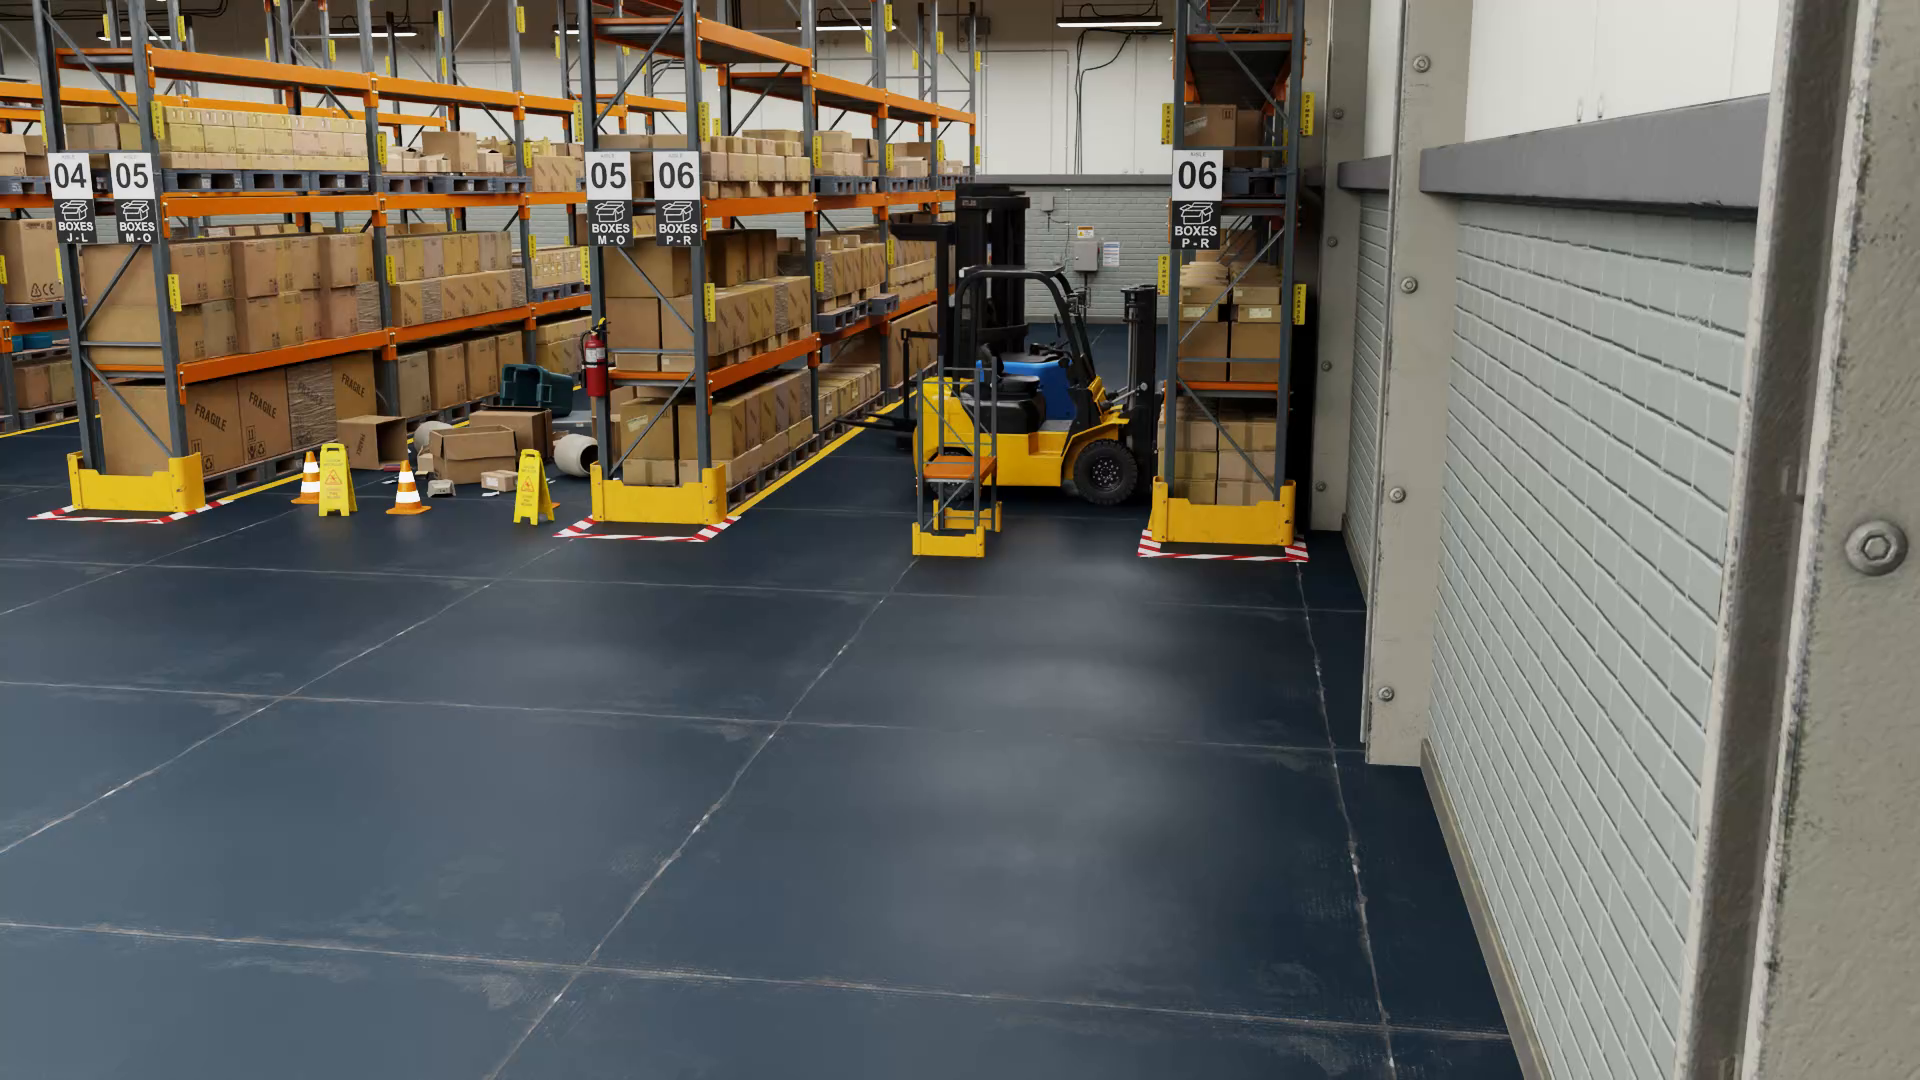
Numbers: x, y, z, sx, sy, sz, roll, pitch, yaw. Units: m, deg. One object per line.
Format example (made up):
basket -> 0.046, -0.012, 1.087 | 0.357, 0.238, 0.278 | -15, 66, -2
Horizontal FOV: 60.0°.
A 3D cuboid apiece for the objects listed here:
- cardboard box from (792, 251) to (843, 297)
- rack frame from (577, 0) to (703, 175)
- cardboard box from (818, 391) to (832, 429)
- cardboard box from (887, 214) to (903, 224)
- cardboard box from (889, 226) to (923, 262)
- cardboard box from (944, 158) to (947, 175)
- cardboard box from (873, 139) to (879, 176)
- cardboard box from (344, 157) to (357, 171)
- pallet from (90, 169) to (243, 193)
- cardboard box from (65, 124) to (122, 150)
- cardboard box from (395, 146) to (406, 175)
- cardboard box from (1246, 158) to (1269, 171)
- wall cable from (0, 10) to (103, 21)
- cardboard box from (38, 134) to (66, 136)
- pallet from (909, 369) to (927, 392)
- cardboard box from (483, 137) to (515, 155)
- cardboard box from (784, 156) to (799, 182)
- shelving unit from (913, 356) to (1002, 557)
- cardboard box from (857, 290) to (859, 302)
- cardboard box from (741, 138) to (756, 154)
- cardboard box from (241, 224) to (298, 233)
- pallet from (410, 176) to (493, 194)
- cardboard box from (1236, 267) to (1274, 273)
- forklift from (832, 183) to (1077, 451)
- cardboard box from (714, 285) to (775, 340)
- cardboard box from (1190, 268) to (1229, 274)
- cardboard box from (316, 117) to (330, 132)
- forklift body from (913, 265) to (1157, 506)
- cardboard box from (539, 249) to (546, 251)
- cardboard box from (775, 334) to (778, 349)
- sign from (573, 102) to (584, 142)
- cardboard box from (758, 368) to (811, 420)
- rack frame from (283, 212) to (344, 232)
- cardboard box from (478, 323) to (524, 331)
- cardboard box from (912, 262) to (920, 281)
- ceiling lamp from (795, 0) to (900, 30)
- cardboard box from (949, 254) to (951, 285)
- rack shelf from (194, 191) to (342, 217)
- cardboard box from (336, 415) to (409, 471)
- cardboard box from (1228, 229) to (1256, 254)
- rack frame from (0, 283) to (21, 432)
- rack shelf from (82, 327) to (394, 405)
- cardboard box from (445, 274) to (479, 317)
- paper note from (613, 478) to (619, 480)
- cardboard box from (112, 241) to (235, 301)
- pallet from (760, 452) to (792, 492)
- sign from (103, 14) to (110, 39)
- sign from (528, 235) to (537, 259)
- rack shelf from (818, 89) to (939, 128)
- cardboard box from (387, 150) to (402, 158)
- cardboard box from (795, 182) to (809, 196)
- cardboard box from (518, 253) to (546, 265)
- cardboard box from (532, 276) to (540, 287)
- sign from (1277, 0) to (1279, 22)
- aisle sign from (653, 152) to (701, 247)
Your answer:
cardboard box -> -1.645, -3.062, 19.142 | 0.500, 0.500, 0.500 | 2, 12, 9
rack frame -> -2.692, -4.570, 13.839 | 1.000, 3.000, 0.127 | 2, 12, 9
cardboard box -> -1.999, -1.500, 19.074 | 0.950, 0.372, 0.625 | 2, 12, 9
cardboard box -> -1.114, -5.065, 26.223 | 0.380, 0.149, 0.250 | 2, 12, 7
cardboard box -> -0.837, -4.359, 24.489 | 0.500, 0.500, 0.500 | 2, 12, 10
cardboard box -> -0.511, -6.335, 28.126 | 0.500, 0.311, 0.500 | 2, 12, 10
cardboard box -> -1.497, -5.235, 22.812 | 0.700, 0.500, 0.500 | 1, 12, 6
cardboard box -> -6.762, -4.068, 17.994 | 0.380, 0.149, 0.250 | 2, 12, 10
pallet -> -7.495, -3.354, 15.529 | 1.003, 0.211, 1.213 | 2, 12, 9
cardboard box -> -7.800, -3.680, 15.246 | 0.500, 0.250, 0.500 | 2, 12, 9
cardboard box -> -10.288, -6.726, 29.492 | 0.700, 0.500, 0.500 | 1, 12, 5
cardboard box -> 3.153, -4.078, 18.038 | 0.380, 0.149, 0.250 | 2, 12, 9
wall cable -> -20.811, -10.732, 37.816 | 3.097, 2.526, 0.112 | 2, 12, 9
cardboard box -> -11.732, -5.083, 21.917 | 0.500, 0.500, 0.500 | 2, 12, 7
pallet -> -1.076, -2.354, 24.417 | 1.003, 0.211, 1.213 | 2, 12, 9
cardboard box -> -6.499, -5.531, 23.365 | 0.396, 0.266, 0.258 | 2, 12, 9
cardboard box -> -1.956, -3.803, 17.048 | 0.500, 0.250, 0.500 | 2, 12, 8
shelving unit -> -0.012, -0.717, 13.762 | 0.587, 1.500, 1.083 | 2, 12, 9
cardboard box -> -1.440, -2.984, 20.320 | 0.380, 0.149, 0.250 | 1, 12, 7
cardboard box -> -2.137, -3.697, 15.613 | 0.380, 0.149, 0.250 | 2, 12, 10
cardboard box -> -10.846, -4.720, 26.156 | 0.797, 0.503, 0.637 | 2, 12, 9
pallet -> -6.584, -4.447, 20.838 | 1.003, 0.211, 1.213 | 2, 12, 11
cardboard box -> 2.998, -2.694, 16.892 | 0.380, 0.149, 0.250 | 2, 12, 7
forklift -> -0.096, -2.492, 18.600 | 3.031, 2.935, 1.130 | 9, 15, 35
cardboard box -> -2.122, -2.241, 16.330 | 0.500, 0.500, 0.500 | 2, 12, 7
cardboard box -> 2.505, -2.654, 16.705 | 0.380, 0.149, 0.250 | 2, 12, 8
cardboard box -> -6.842, -4.354, 17.424 | 0.380, 0.149, 0.250 | 2, 12, 10
forklift body -> 0.702, -1.516, 15.924 | 2.313, 2.155, 1.214 | 2, 12, 9
cardboard box -> -6.466, -4.312, 25.068 | 0.380, 0.149, 0.250 | 2, 12, 11
cardboard box -> -2.047, -2.007, 16.780 | 0.380, 0.149, 0.250 | 2, 12, 8
sign -> -3.238, -3.559, 14.164 | 0.100, 0.325, 0.005 | 2, 12, 9
cardboard box -> -1.903, -1.566, 17.889 | 0.500, 0.500, 0.500 | 2, 12, 8
rack frame -> -10.639, -4.456, 27.552 | 1.000, 3.000, 0.127 | 2, 12, 9
cardboard box -> -6.522, -2.943, 23.685 | 0.500, 0.250, 0.500 | 2, 12, 7
cardboard box -> -0.880, -3.887, 24.080 | 0.500, 0.250, 0.500 | 2, 12, 10
ceiling lamp -> -2.214, -11.391, 31.636 | 2.000, 3.185, 0.800 | 2, 12, 9
cardboard box -> -0.434, -4.378, 26.951 | 0.500, 0.500, 0.500 | 2, 12, 9
rack shelf -> -10.946, -5.155, 25.380 | 1.077, 0.370, 4.000 | 2, 12, 9
cardboard box -> -6.209, -1.032, 17.591 | 0.500, 0.500, 0.500 | 4, 13, 18
cardboard box -> 4.550, -4.715, 26.623 | 0.500, 0.500, 0.500 | 2, 12, 7
rack frame -> -11.869, -2.791, 19.825 | 1.000, 3.000, 0.127 | 2, 12, 9
rack shelf -> -7.291, -1.841, 17.125 | 1.077, 0.370, 4.000 | 2, 12, 9
cardboard box -> -6.402, -3.074, 20.899 | 0.500, 0.500, 0.500 | 2, 12, 10
paper note -> -3.520, -0.620, 16.800 | 0.142, 0.019, 0.148 | -2, 12, -11
cardboard box -> -7.510, -2.571, 15.886 | 0.875, 0.550, 0.550 | 2, 12, 9
pallet -> -2.331, -0.711, 16.792 | 1.003, 0.211, 1.213 | 2, 12, 9
sign -> -11.803, -7.108, 23.021 | 0.100, 0.325, 0.005 | 2, 12, 9
sign -> -5.820, -3.991, 22.643 | 0.100, 0.325, 0.005 | 2, 12, 9
rack shelf -> -1.154, -6.104, 23.616 | 1.077, 0.370, 4.000 | 2, 12, 9
cardboard box -> -7.011, -4.521, 19.852 | 0.500, 0.250, 0.500 | 2, 12, 8
cardboard box -> -1.824, -3.738, 17.694 | 0.380, 0.149, 0.250 | 2, 12, 9
cardboard box -> -6.067, -3.961, 23.442 | 0.380, 0.149, 0.250 | 2, 12, 7
cardboard box -> -6.100, -3.611, 23.229 | 0.380, 0.149, 0.250 | 2, 12, 8
sign -> 3.992, -6.592, 20.629 | 0.100, 0.325, 0.005 | 2, 12, 9
aisle sign -> -2.396, -2.885, 14.091 | 0.394, 0.787, 0.004 | 2, 12, 9
